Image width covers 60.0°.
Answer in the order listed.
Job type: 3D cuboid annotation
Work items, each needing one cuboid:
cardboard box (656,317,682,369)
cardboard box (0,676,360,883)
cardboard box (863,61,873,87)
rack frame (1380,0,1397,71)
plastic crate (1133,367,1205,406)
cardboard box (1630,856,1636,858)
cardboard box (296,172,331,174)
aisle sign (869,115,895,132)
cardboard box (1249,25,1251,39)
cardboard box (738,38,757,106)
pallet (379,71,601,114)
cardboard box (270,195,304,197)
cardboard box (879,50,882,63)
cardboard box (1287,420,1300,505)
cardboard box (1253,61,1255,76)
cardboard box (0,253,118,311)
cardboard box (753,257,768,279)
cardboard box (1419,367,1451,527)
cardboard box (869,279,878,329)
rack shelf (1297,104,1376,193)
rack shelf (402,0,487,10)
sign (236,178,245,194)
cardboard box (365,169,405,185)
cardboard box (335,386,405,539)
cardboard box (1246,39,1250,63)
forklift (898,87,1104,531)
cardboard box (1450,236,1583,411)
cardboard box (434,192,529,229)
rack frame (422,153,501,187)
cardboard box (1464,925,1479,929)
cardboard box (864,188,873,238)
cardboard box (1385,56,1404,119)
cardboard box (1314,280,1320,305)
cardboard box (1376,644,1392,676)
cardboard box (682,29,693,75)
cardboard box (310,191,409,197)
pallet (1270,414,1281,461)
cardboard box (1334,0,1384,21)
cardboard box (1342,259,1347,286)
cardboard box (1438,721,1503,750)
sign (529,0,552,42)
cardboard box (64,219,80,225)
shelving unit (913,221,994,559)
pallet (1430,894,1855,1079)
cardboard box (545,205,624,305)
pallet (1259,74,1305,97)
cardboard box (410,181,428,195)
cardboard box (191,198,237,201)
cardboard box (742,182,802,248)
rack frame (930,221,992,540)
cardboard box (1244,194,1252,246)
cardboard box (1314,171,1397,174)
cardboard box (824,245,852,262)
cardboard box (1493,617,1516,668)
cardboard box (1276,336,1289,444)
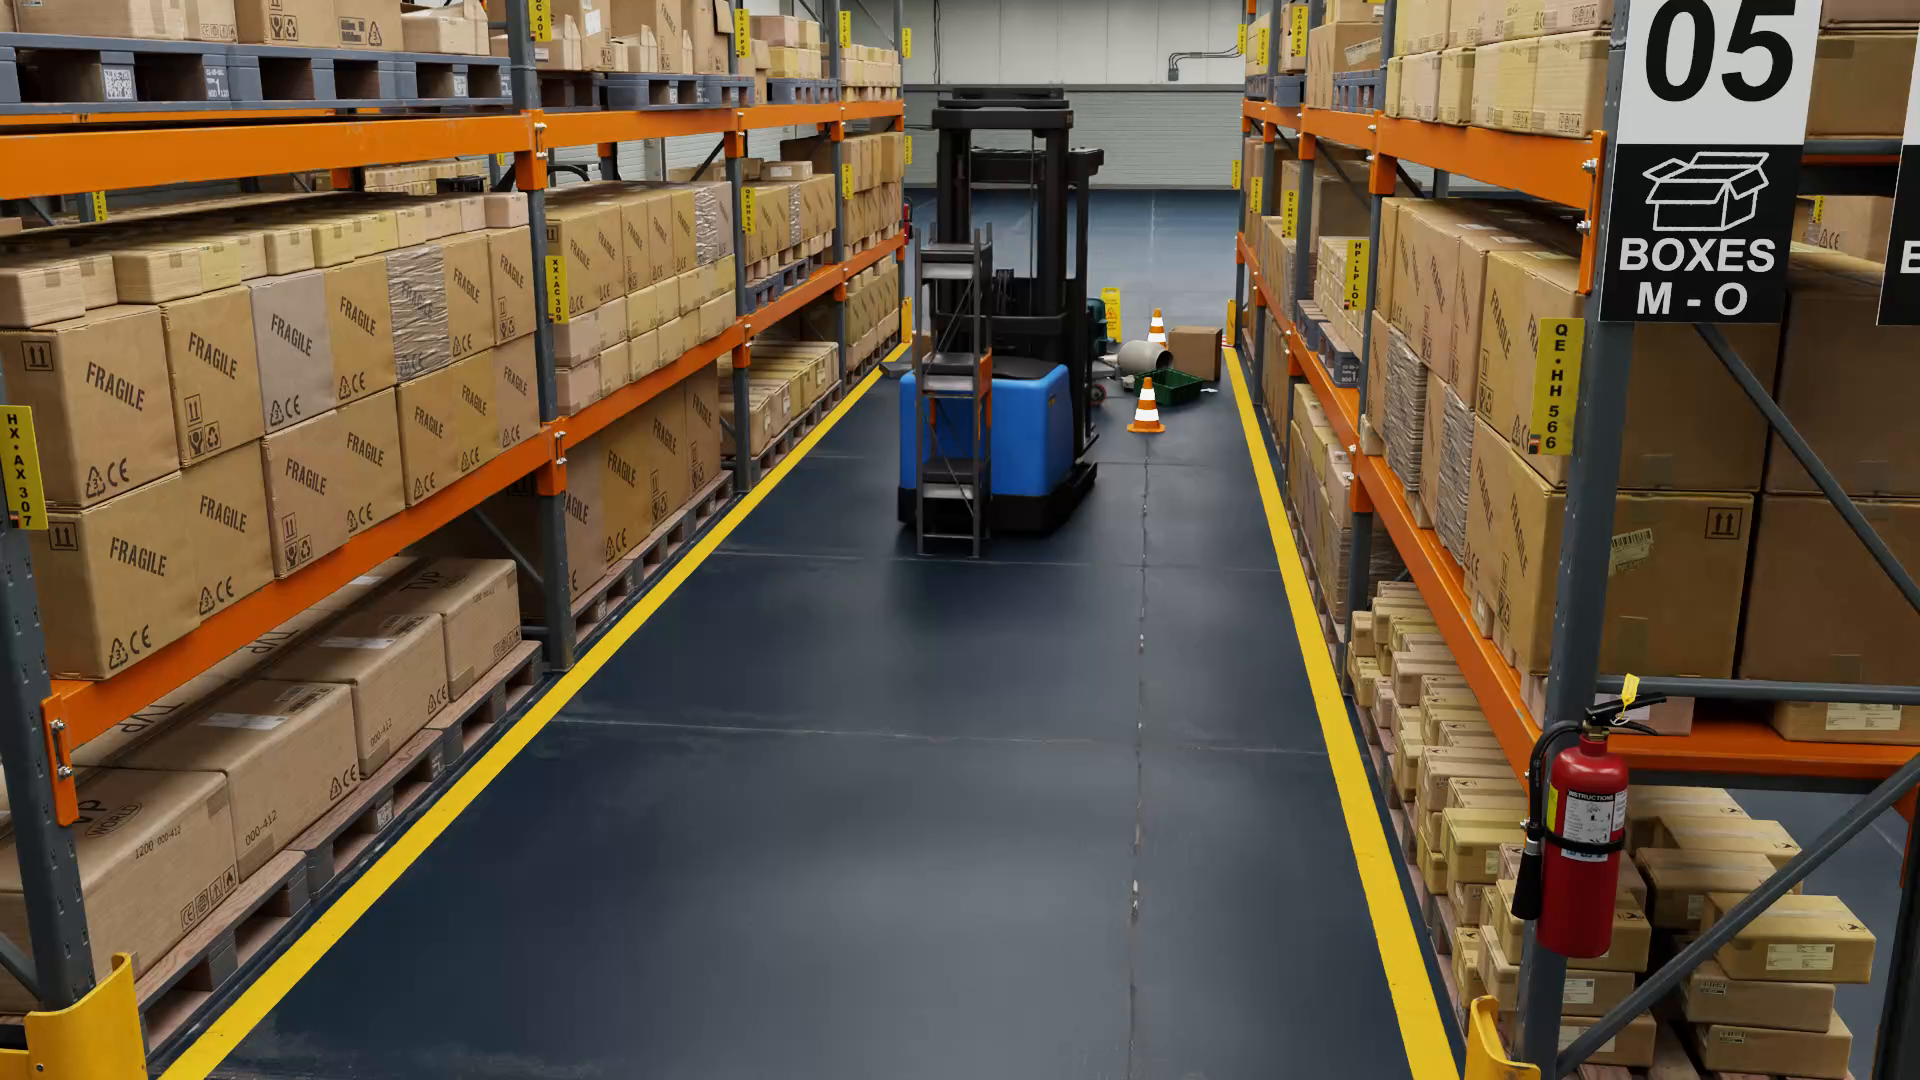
[{"bbox_3d":[-2.014,-1.215,10.194,0.500,0.250,0.500,1,15,5],"label":"cardboard box"},{"bbox_3d":[-2.903,0.875,6.282,0.875,0.438,0.875,2,15,8],"label":"cardboard box"},{"bbox_3d":[-1.179,-4.748,16.946,0.500,0.250,0.500,2,15,7],"label":"cardboard box"},{"bbox_3d":[2.408,-3.561,7.091,1.000,3.000,0.127,2,15,6],"label":"rack frame"},{"bbox_3d":[2.028,-1.494,16.217,0.450,0.188,0.662,22,25,31],"label":"plastic crate"},{"bbox_3d":[2.434,1.075,5.526,0.380,0.149,0.250,2,15,8],"label":"cardboard box"},{"bbox_3d":[-6.730,-3.734,17.221,0.380,0.149,0.250,2,15,6],"label":"cardboard box"},{"bbox_3d":[-0.873,-5.159,19.515,0.394,0.787,0.004,2,15,6],"label":"aisle sign"},{"bbox_3d":[3.350,-5.531,18.083,0.380,0.149,0.250,1,15,5],"label":"cardboard box"},{"bbox_3d":[-1.954,-3.564,12.657,0.700,0.500,0.500,2,15,6],"label":"cardboard box"},{"bbox_3d":[-2.468,-2.379,8.835,0.805,0.209,1.217,1,15,4],"label":"pallet"},{"bbox_3d":[-6.381,-3.203,15.828,0.380,0.149,0.250,1,15,5],"label":"cardboard box"},{"bbox_3d":[-1.071,-5.315,18.280,0.380,0.149,0.250,2,15,7],"label":"cardboard box"},{"bbox_3d":[2.526,-0.522,11.332,0.500,0.500,0.500,1,15,4],"label":"cardboard box"},{"bbox_3d":[3.234,-4.882,17.209,0.380,0.149,0.250,2,15,7],"label":"cardboard box"},{"bbox_3d":[-2.699,-0.745,4.821,0.380,0.149,0.250,2,15,8],"label":"cardboard box"},{"bbox_3d":[-1.707,-2.124,12.948,0.380,0.149,0.250,1,15,3],"label":"cardboard box"},{"bbox_3d":[1.929,-0.338,5.903,0.500,0.500,0.500,2,15,9],"label":"cardboard box"},{"bbox_3d":[-1.176,-2.515,17.745,0.500,0.500,0.500,3,15,9],"label":"cardboard box"},{"bbox_3d":[2.633,-2.284,9.495,1.077,0.370,4.000,2,15,6],"label":"rack shelf"},{"bbox_3d":[-6.326,-5.879,17.809,1.077,0.370,4.000,2,15,6],"label":"rack shelf"},{"bbox_3d":[-7.103,-3.477,16.463,0.100,0.325,0.005,2,15,6],"label":"sign"},{"bbox_3d":[-6.128,-3.852,17.658,0.380,0.149,0.250,1,15,5],"label":"cardboard box"},{"bbox_3d":[-2.489,-0.305,6.353,0.500,0.500,0.500,2,15,8],"label":"cardboard box"},{"bbox_3d":[3.452,-5.430,18.471,0.500,0.250,0.500,2,15,6],"label":"cardboard box"},{"bbox_3d":[0.432,-1.815,12.258,1.130,2.935,3.031,4,16,14],"label":"forklift"},{"bbox_3d":[1.868,-0.695,5.307,0.500,0.500,0.500,2,15,9],"label":"cardboard box"},{"bbox_3d":[-2.241,-1.539,7.758,0.380,0.149,0.250,1,15,5],"label":"cardboard box"},{"bbox_3d":[-6.100,-4.042,20.364,1.000,3.000,0.127,2,15,6],"label":"rack frame"},{"bbox_3d":[1.852,1.268,5.384,0.380,0.149,0.250,2,15,6],"label":"cardboard box"},{"bbox_3d":[-1.190,-3.418,17.294,0.500,0.500,0.500,2,15,6],"label":"cardboard box"},{"bbox_3d":[2.093,-1.928,7.087,0.500,0.250,0.500,2,15,9],"label":"cardboard box"},{"bbox_3d":[2.608,-1.674,11.282,0.380,0.149,0.250,1,15,5],"label":"cardboard box"},{"bbox_3d":[2.110,0.518,7.588,0.380,0.149,0.250,2,15,7],"label":"cardboard box"},{"bbox_3d":[-1.878,-3.040,10.365,0.396,0.266,0.258,1,15,5],"label":"cardboard box"},{"bbox_3d":[-2.816,-1.554,7.814,0.380,0.149,0.250,1,15,5],"label":"cardboard box"},{"bbox_3d":[3.163,-0.874,13.990,1.003,0.211,1.213,2,15,6],"label":"pallet"},{"bbox_3d":[2.492,-3.270,10.105,0.396,0.266,0.258,2,15,6],"label":"cardboard box"},{"bbox_3d":[2.436,-1.551,9.690,0.380,0.149,0.250,1,15,5],"label":"cardboard box"},{"bbox_3d":[1.960,0.778,6.056,0.380,0.149,0.250,1,15,4],"label":"cardboard box"},{"bbox_3d":[-1.970,-2.504,7.788,0.100,0.325,0.005,2,15,6],"label":"sign"},{"bbox_3d":[-6.675,-2.403,12.866,0.380,0.149,0.250,2,15,8],"label":"cardboard box"},{"bbox_3d":[-0.035,-0.963,10.700,0.431,2.100,0.503,3,15,9],"label":"shelving unit"},{"bbox_3d":[2.092,1.489,5.250,1.003,0.211,1.213,2,15,6],"label":"pallet"},{"bbox_3d":[-2.157,-1.554,9.055,0.500,0.500,0.500,2,15,6],"label":"cardboard box"},{"bbox_3d":[3.413,-4.357,15.951,1.003,0.211,1.213,2,15,6],"label":"pallet"},{"bbox_3d":[-6.060,-3.841,18.187,0.380,0.149,0.250,1,15,5],"label":"cardboard box"},{"bbox_3d":[-6.924,-3.081,15.377,0.380,0.149,0.250,2,15,6],"label":"cardboard box"},{"bbox_3d":[-1.621,-2.729,13.943,0.500,0.500,0.500,1,15,4],"label":"cardboard box"},{"bbox_3d":[0.006,-1.026,10.933,0.400,2.100,0.015,3,15,9],"label":"rack frame"},{"bbox_3d":[3.537,-3.467,17.951,0.875,0.550,0.550,2,15,6],"label":"cardboard box"},{"bbox_3d":[3.031,-2.614,12.975,0.700,0.500,0.500,1,15,5],"label":"cardboard box"},{"bbox_3d":[-1.265,-2.810,16.290,0.380,0.149,0.250,2,15,6],"label":"cardboard box"},{"bbox_3d":[1.791,0.272,4.891,0.380,0.149,0.250,2,15,6],"label":"cardboard box"},{"bbox_3d":[3.112,-1.201,13.363,1.050,0.750,0.750,2,15,7],"label":"cardboard box"}]
